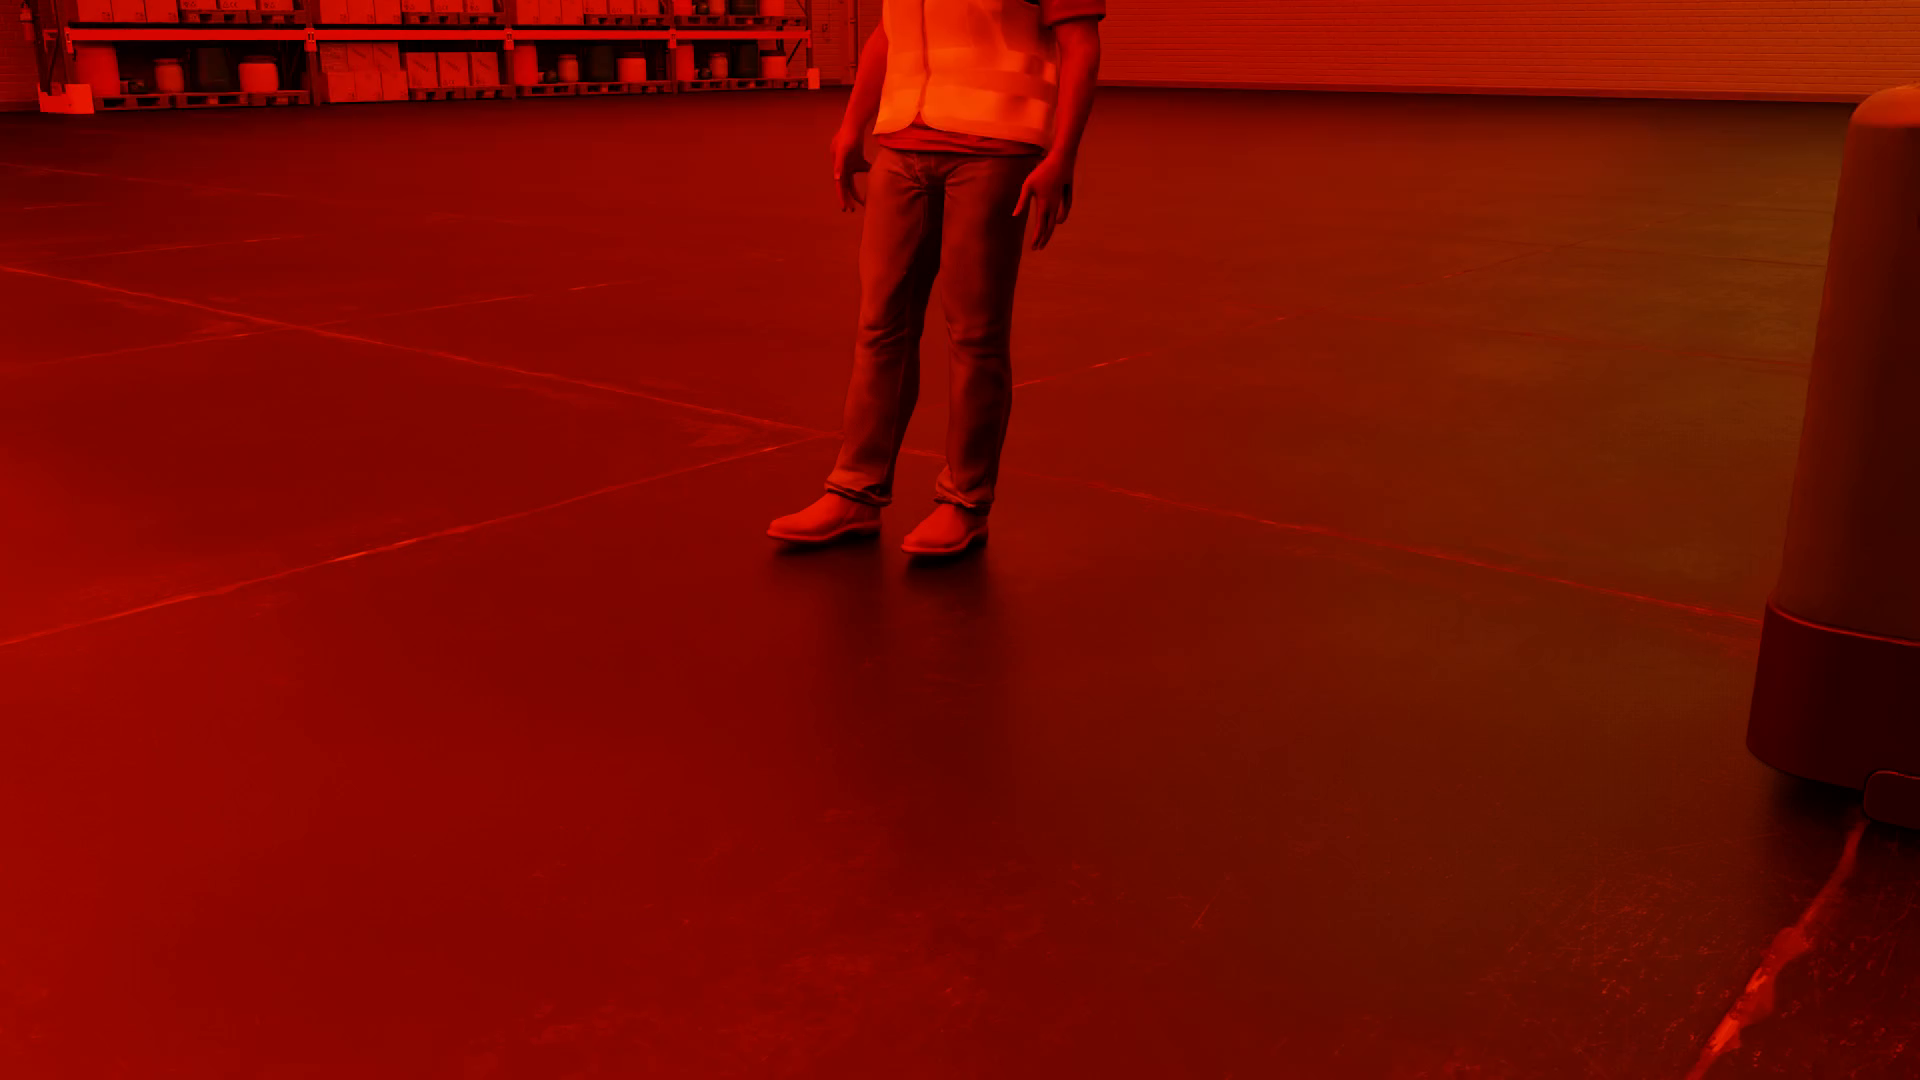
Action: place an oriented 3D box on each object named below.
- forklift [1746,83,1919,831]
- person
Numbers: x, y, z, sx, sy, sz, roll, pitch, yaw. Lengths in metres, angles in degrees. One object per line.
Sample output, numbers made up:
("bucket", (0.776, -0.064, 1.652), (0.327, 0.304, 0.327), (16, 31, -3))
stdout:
("forklift", (2.733, -0.862, 1.735), (3.031, 2.935, 1.130), (12, 20, 33))
("person", (-0.049, -0.838, 3.635), (0.665, 1.768, 0.575), (13, 21, 37))
